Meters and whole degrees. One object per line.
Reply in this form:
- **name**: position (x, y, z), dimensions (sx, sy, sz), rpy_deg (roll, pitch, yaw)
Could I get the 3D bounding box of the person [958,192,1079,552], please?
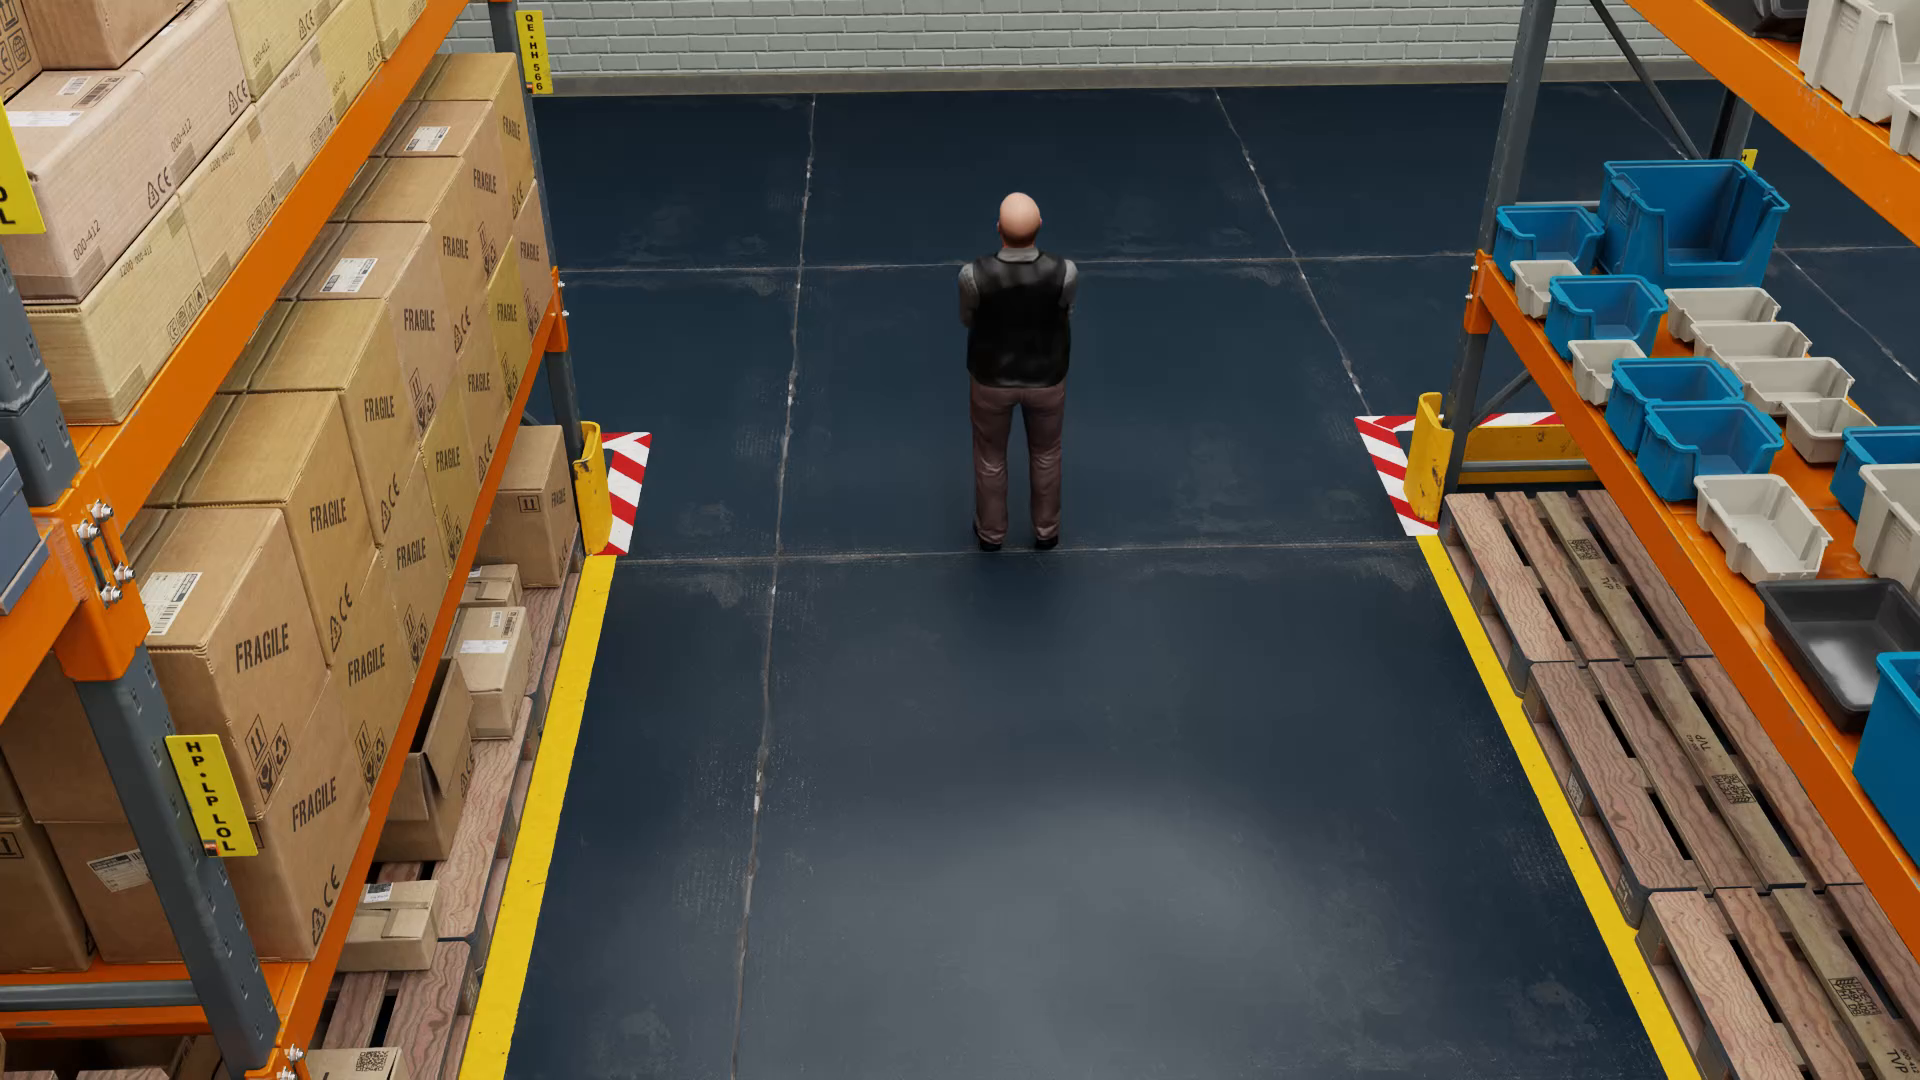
- **person**: position (0.235, -0.751, 7.238), dimensions (0.501, 1.722, 0.548), rpy_deg (-2, 35, -2)
